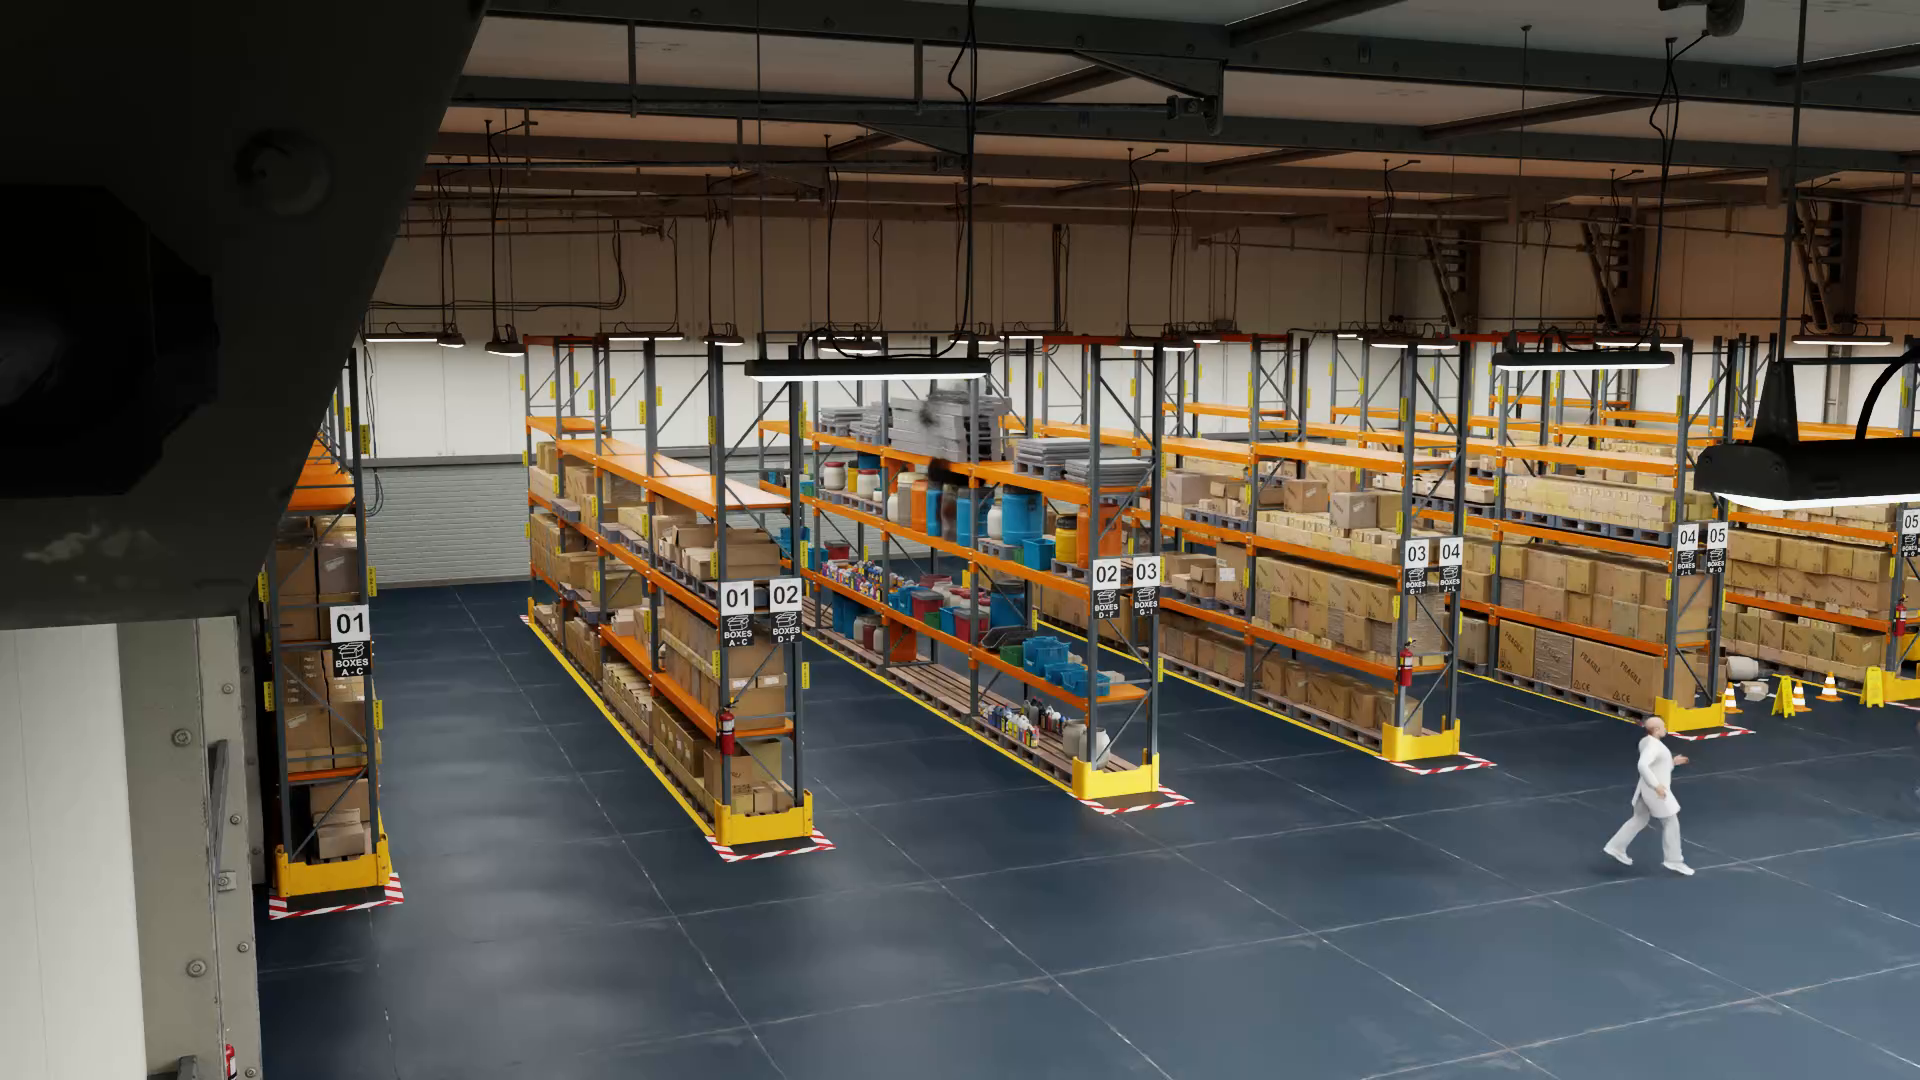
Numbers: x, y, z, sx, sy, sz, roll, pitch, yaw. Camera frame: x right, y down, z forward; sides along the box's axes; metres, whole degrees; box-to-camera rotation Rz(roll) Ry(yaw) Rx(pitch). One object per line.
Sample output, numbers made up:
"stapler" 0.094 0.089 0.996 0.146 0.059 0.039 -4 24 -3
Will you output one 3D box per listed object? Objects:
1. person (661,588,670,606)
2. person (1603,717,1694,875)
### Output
"person" -6.171 0.900 34.397 0.733 1.718 0.520 -5 9 -34
"person" 7.919 2.934 19.016 0.977 1.763 0.686 0 8 1
